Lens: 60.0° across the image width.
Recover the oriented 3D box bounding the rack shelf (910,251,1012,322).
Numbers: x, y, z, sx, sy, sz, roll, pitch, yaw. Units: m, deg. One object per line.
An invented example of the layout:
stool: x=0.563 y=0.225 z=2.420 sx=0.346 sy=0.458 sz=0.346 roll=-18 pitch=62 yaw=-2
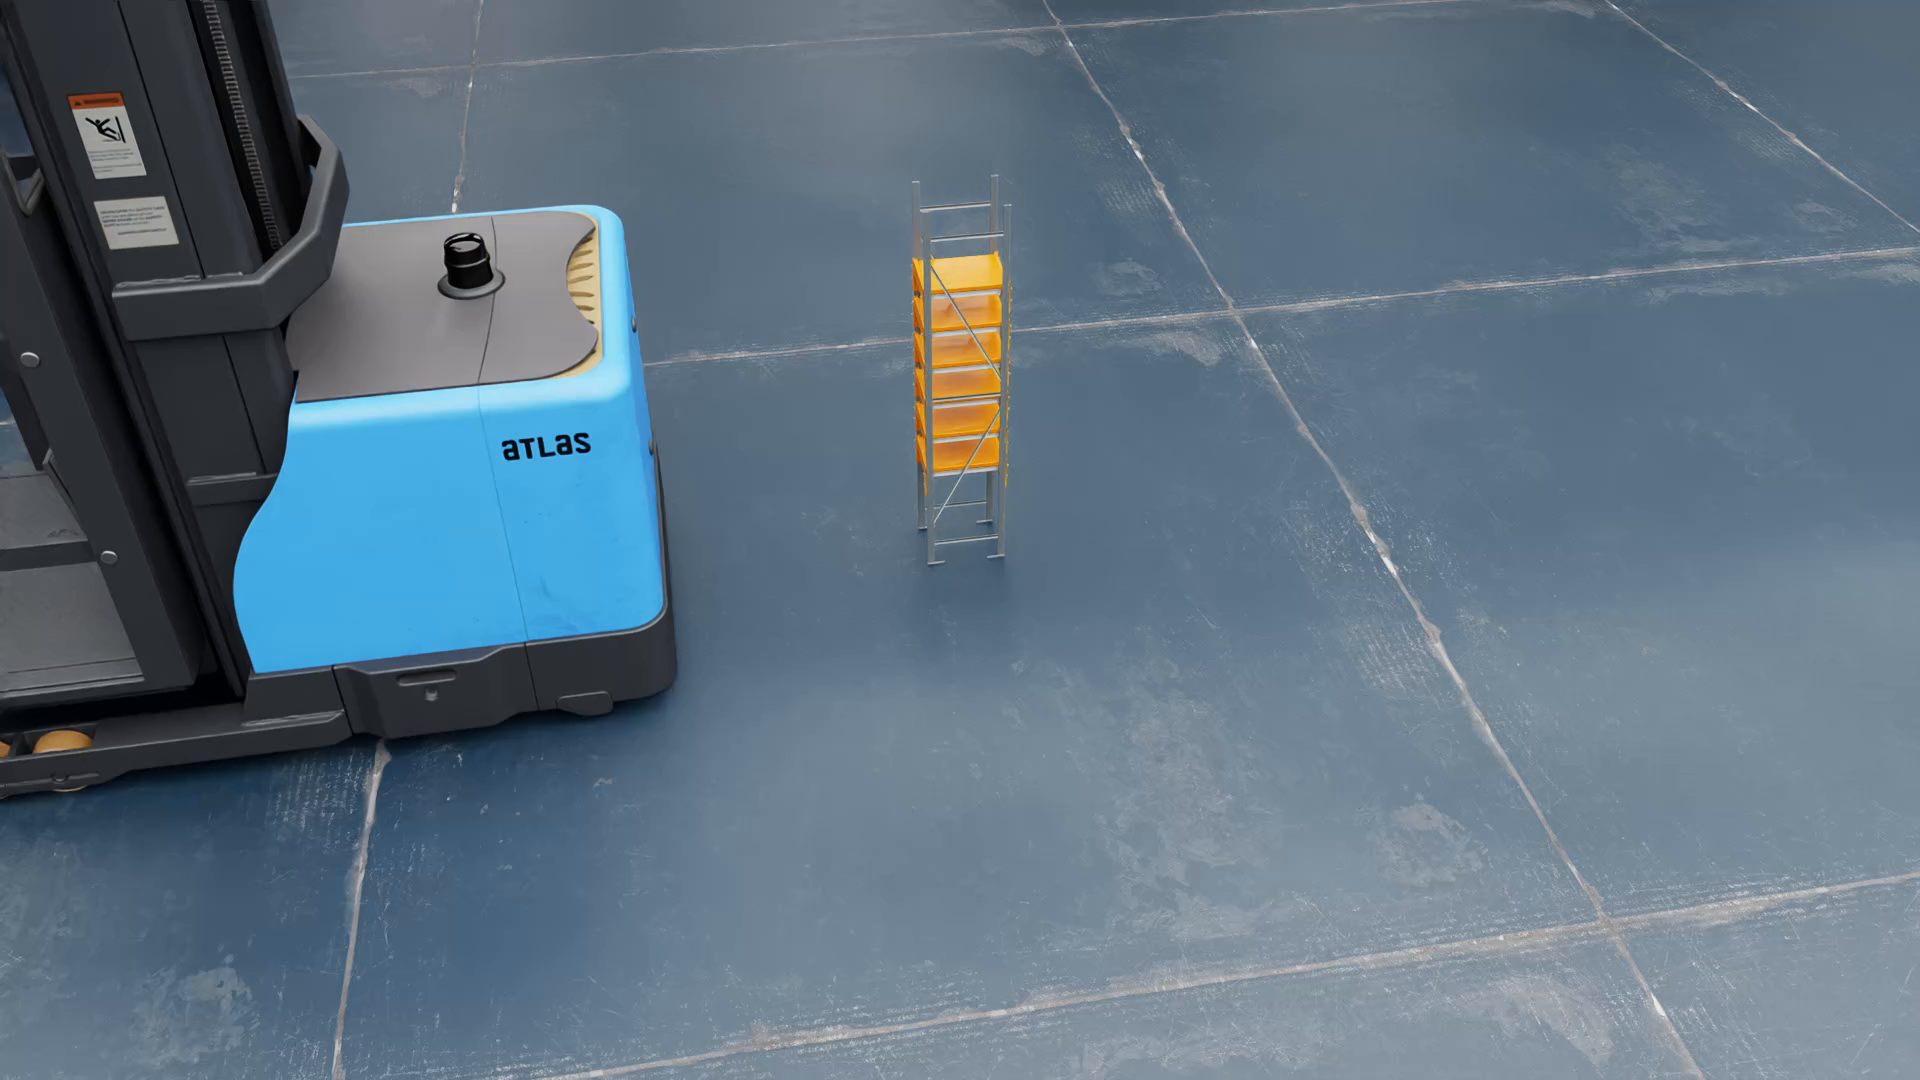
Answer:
rack shelf: x=0.003 y=-0.714 z=4.677 sx=0.258 sy=0.103 sz=0.180 roll=-6 pitch=38 yaw=-8

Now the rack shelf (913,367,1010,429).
rack shelf: x=0.003 y=-0.430 z=4.898 sx=0.258 sy=0.103 sz=0.180 roll=-6 pitch=38 yaw=-8

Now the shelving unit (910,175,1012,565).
shelving unit: x=0.003 y=-0.465 z=4.871 sx=0.258 sy=1.200 sz=0.189 roll=-6 pitch=38 yaw=-8

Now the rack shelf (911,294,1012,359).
rack shelf: x=0.003 y=-0.620 z=4.751 sx=0.258 sy=0.103 sz=0.180 roll=-6 pitch=38 yaw=-8

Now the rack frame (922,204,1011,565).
rack frame: x=0.019 y=-0.410 z=4.800 sx=0.240 sy=1.200 sz=0.006 roll=-6 pitch=38 yaw=-8

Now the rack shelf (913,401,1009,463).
rack shelf: x=0.003 y=-0.335 z=4.972 sx=0.258 sy=0.103 sz=0.180 roll=-6 pitch=38 yaw=-8

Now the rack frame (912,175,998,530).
rack frame: x=-0.014 y=-0.520 z=4.942 sx=0.240 sy=1.200 sz=0.006 roll=-6 pitch=38 yaw=-8

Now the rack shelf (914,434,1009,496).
rack shelf: x=0.003 y=-0.240 z=5.045 sx=0.258 sy=0.103 sz=0.180 roll=-6 pitch=38 yaw=-8

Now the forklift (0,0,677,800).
forklift: x=-2.360 y=-0.823 z=3.920 sx=3.031 sy=2.935 sz=1.130 roll=-7 pitch=38 yaw=-8

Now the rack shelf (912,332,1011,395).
rack shelf: x=0.003 y=-0.525 z=4.824 sx=0.258 sy=0.103 sz=0.180 roll=-6 pitch=38 yaw=-8
